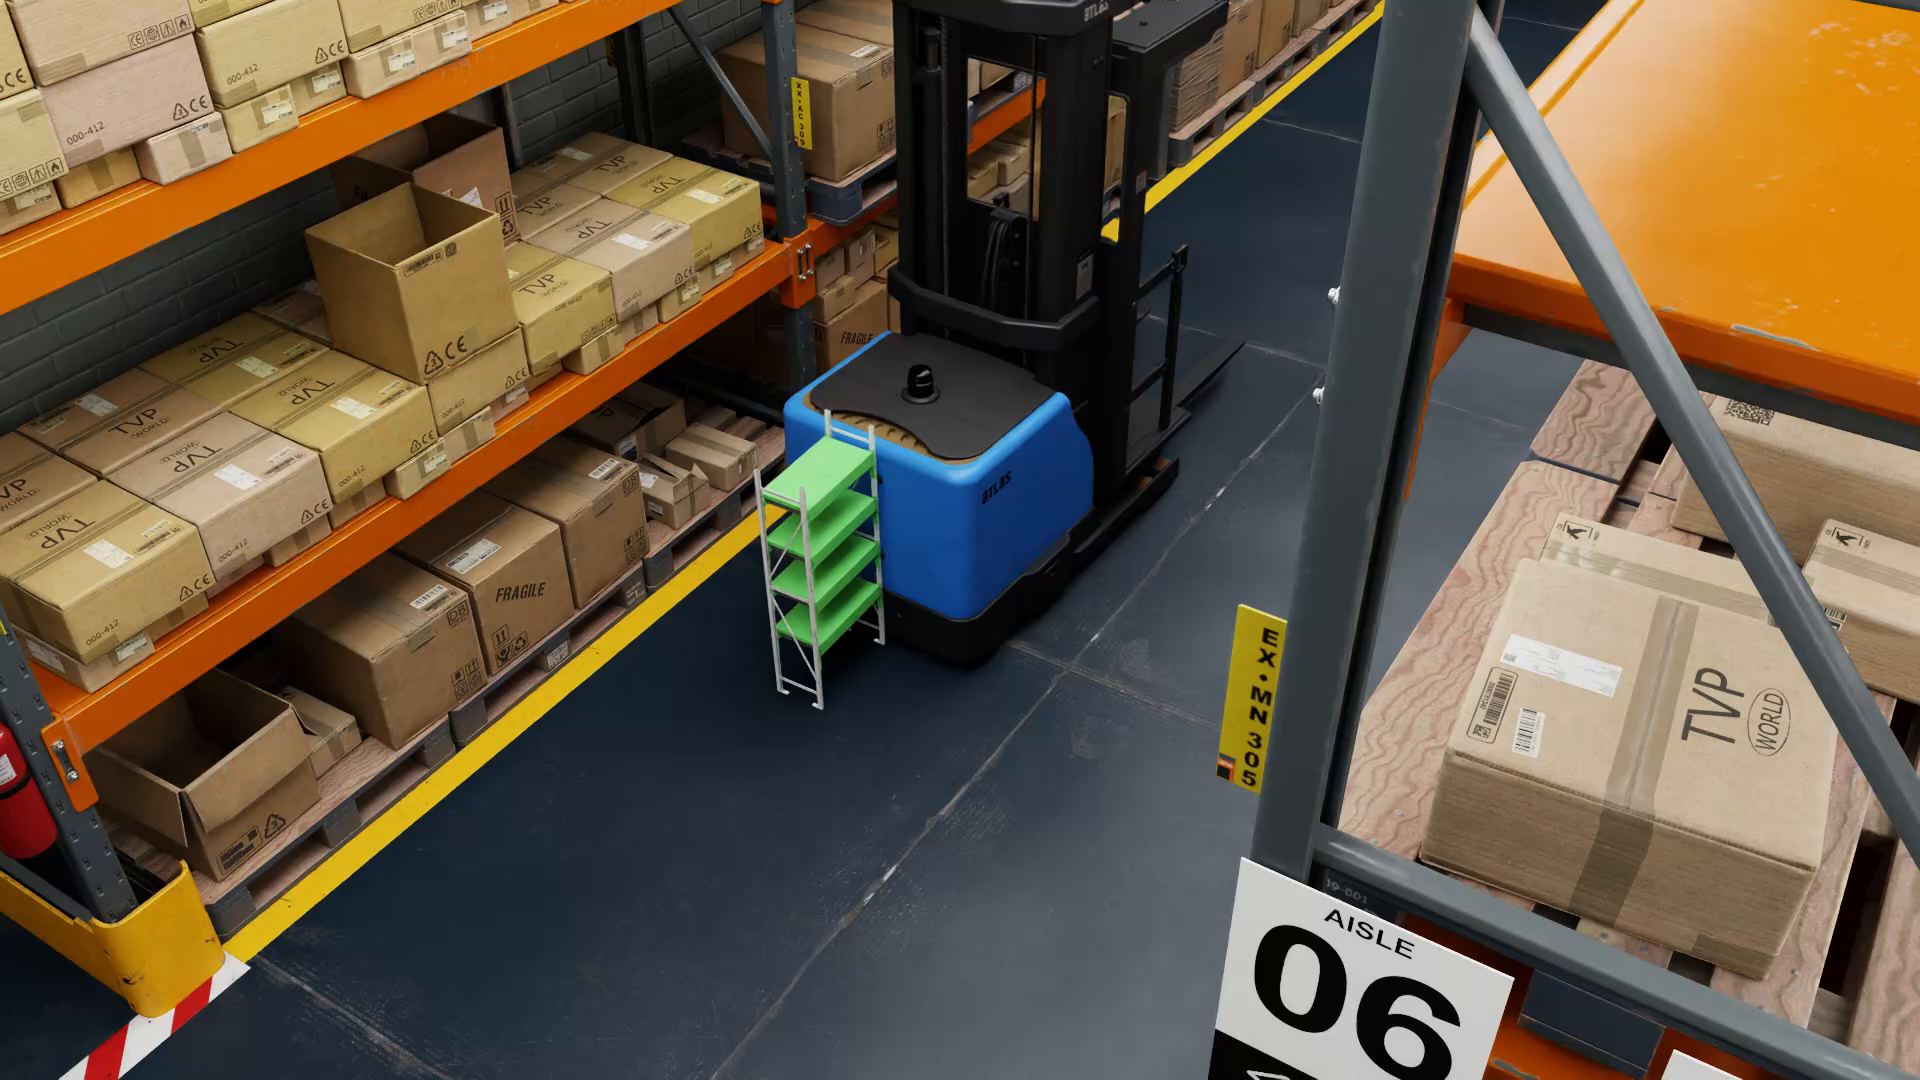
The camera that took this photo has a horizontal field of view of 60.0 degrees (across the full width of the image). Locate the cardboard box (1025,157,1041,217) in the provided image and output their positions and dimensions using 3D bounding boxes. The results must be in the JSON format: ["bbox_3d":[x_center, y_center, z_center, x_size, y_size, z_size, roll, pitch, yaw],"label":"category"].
[{"bbox_3d":[0.361,-2.185,10.271,0.500,0.500,0.500,23,43,27],"label":"cardboard box"}]

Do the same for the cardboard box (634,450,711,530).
[{"bbox_3d":[-1.424,-0.277,7.987,0.396,0.266,0.258,23,43,27],"label":"cardboard box"}]

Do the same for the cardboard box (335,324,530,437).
[{"bbox_3d":[-2.060,-0.695,6.514,0.500,0.250,0.500,20,42,24],"label":"cardboard box"}]

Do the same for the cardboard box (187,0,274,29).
[{"bbox_3d":[-2.329,-1.809,5.092,0.500,0.250,0.500,21,42,24],"label":"cardboard box"}]

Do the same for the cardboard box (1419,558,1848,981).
[{"bbox_3d":[1.033,0.327,2.548,0.500,0.250,0.500,17,41,21],"label":"cardboard box"}]

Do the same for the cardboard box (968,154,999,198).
[{"bbox_3d":[0.002,-2.134,9.673,0.380,0.149,0.250,21,42,25],"label":"cardboard box"}]

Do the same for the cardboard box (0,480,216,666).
[{"bbox_3d":[-2.854,0.097,5.485,0.500,0.250,0.500,21,42,25],"label":"cardboard box"}]

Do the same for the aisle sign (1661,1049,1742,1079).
[{"bbox_3d":[1.074,1.026,2.273,0.394,0.787,0.004,21,42,25],"label":"aisle sign"}]

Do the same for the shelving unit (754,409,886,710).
[{"bbox_3d":[-0.578,0.098,7.071,0.258,1.200,0.503,20,43,24],"label":"shelving unit"}]

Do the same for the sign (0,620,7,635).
[{"bbox_3d":[-2.867,0.136,4.847,0.100,0.325,0.005,21,42,25],"label":"sign"}]

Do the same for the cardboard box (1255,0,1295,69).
[{"bbox_3d":[2.011,-4.052,12.590,0.875,0.625,0.625,19,42,23],"label":"cardboard box"}]

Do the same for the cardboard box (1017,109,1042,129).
[{"bbox_3d":[0.432,-2.525,10.180,0.380,0.149,0.250,22,43,26],"label":"cardboard box"}]

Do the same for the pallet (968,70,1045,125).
[{"bbox_3d":[-0.077,-2.742,9.447,1.003,0.211,1.213,21,42,25],"label":"pallet"}]

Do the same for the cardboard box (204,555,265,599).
[{"bbox_3d":[-2.709,0.028,5.902,0.380,0.149,0.250,21,42,25],"label":"cardboard box"}]

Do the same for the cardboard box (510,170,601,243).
[{"bbox_3d":[-1.938,-1.391,7.416,0.500,0.250,0.500,21,42,25],"label":"cardboard box"}]

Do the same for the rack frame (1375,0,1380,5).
[{"bbox_3d":[3.104,-5.885,13.366,1.000,3.000,0.127,21,42,25],"label":"rack frame"}]

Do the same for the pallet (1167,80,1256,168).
[{"bbox_3d":[1.435,-3.130,12.076,1.003,0.211,1.213,21,42,25],"label":"pallet"}]

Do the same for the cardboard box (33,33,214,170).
[{"bbox_3d":[-2.602,-1.353,4.910,0.500,0.250,0.500,22,43,26],"label":"cardboard box"}]

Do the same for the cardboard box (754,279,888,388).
[{"bbox_3d":[-0.733,-1.113,8.879,0.500,0.500,0.500,23,43,27],"label":"cardboard box"}]

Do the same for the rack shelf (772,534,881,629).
[{"bbox_3d":[-0.577,0.148,7.111,0.258,0.148,0.480,20,43,24],"label":"rack shelf"}]

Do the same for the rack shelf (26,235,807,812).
[{"bbox_3d":[-2.254,-0.444,6.898,1.077,0.370,4.000,21,42,25],"label":"rack shelf"}]

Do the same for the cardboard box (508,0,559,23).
[{"bbox_3d":[-1.714,-2.053,6.144,0.380,0.149,0.250,23,43,27],"label":"cardboard box"}]

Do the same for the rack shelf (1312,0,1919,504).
[{"bbox_3d":[1.940,-1.040,3.085,1.077,0.370,4.000,21,42,25],"label":"rack shelf"}]

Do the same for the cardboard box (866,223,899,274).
[{"bbox_3d":[-0.554,-1.596,8.975,0.380,0.149,0.250,19,42,23],"label":"cardboard box"}]

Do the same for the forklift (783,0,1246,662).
[{"bbox_3d":[0.466,-1.477,7.704,1.130,2.935,3.031,23,43,27],"label":"forklift"}]

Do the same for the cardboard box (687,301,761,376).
[{"bbox_3d":[-1.169,-1.287,9.105,0.500,0.500,0.500,21,42,25],"label":"cardboard box"}]

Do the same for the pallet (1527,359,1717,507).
[{"bbox_3d":[1.910,-0.247,3.669,1.003,0.211,1.213,21,42,25],"label":"pallet"}]

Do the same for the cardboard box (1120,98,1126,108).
[{"bbox_3d":[0.910,-2.918,10.690,0.380,0.149,0.250,19,42,23],"label":"cardboard box"}]

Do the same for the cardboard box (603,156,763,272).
[{"bbox_3d":[-1.249,-1.477,7.527,0.500,0.250,0.500,22,43,26],"label":"cardboard box"}]

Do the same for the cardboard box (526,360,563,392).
[{"bbox_3d":[-1.889,-0.767,6.933,0.380,0.149,0.250,22,43,26],"label":"cardboard box"}]

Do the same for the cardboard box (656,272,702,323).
[{"bbox_3d":[-1.380,-1.131,7.405,0.380,0.149,0.250,22,43,26],"label":"cardboard box"}]

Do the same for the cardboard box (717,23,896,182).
[{"bbox_3d":[-0.734,-2.143,8.086,0.700,0.500,0.500,22,43,26],"label":"cardboard box"}]

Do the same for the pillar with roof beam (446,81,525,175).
[{"bbox_3d":[1.319,-2.664,4.275,9.100,9.000,0.400,21,42,25],"label":"pillar with roof beam"}]

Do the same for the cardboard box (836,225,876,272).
[{"bbox_3d":[-0.666,-1.559,8.683,0.380,0.149,0.250,19,42,23],"label":"cardboard box"}]

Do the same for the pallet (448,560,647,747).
[{"bbox_3d":[-2.204,0.329,7.590,1.003,0.211,1.213,21,42,25],"label":"pallet"}]

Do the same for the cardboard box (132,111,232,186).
[{"bbox_3d":[-2.467,-1.240,5.090,0.380,0.149,0.250,22,43,26],"label":"cardboard box"}]

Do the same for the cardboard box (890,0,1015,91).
[{"bbox_3d":[-0.036,-2.814,8.957,0.700,0.500,0.500,21,42,25],"label":"cardboard box"}]

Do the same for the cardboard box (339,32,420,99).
[{"bbox_3d":[-2.055,-1.634,5.601,0.380,0.149,0.250,21,42,25],"label":"cardboard box"}]

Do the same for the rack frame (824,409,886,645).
[{"bbox_3d":[-0.451,-0.033,7.233,0.240,1.200,0.015,20,43,24],"label":"rack frame"}]

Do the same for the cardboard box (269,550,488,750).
[{"bbox_3d":[-2.427,0.413,6.900,0.700,0.500,0.500,23,43,27],"label":"cardboard box"}]

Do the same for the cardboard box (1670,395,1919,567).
[{"bbox_3d":[1.712,-0.191,3.170,0.500,0.311,0.500,22,43,26],"label":"cardboard box"}]

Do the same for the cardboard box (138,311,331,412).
[{"bbox_3d":[-2.756,-0.600,6.390,0.500,0.250,0.500,23,43,26],"label":"cardboard box"}]

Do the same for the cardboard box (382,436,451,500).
[{"bbox_3d":[-2.185,-0.326,6.362,0.380,0.149,0.250,20,42,24],"label":"cardboard box"}]

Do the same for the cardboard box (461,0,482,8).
[{"bbox_3d":[-1.783,-2.144,5.937,0.500,0.250,0.500,22,43,26],"label":"cardboard box"}]

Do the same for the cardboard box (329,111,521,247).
[{"bbox_3d":[-2.205,-1.435,6.859,0.500,0.500,0.500,20,42,24],"label":"cardboard box"}]
